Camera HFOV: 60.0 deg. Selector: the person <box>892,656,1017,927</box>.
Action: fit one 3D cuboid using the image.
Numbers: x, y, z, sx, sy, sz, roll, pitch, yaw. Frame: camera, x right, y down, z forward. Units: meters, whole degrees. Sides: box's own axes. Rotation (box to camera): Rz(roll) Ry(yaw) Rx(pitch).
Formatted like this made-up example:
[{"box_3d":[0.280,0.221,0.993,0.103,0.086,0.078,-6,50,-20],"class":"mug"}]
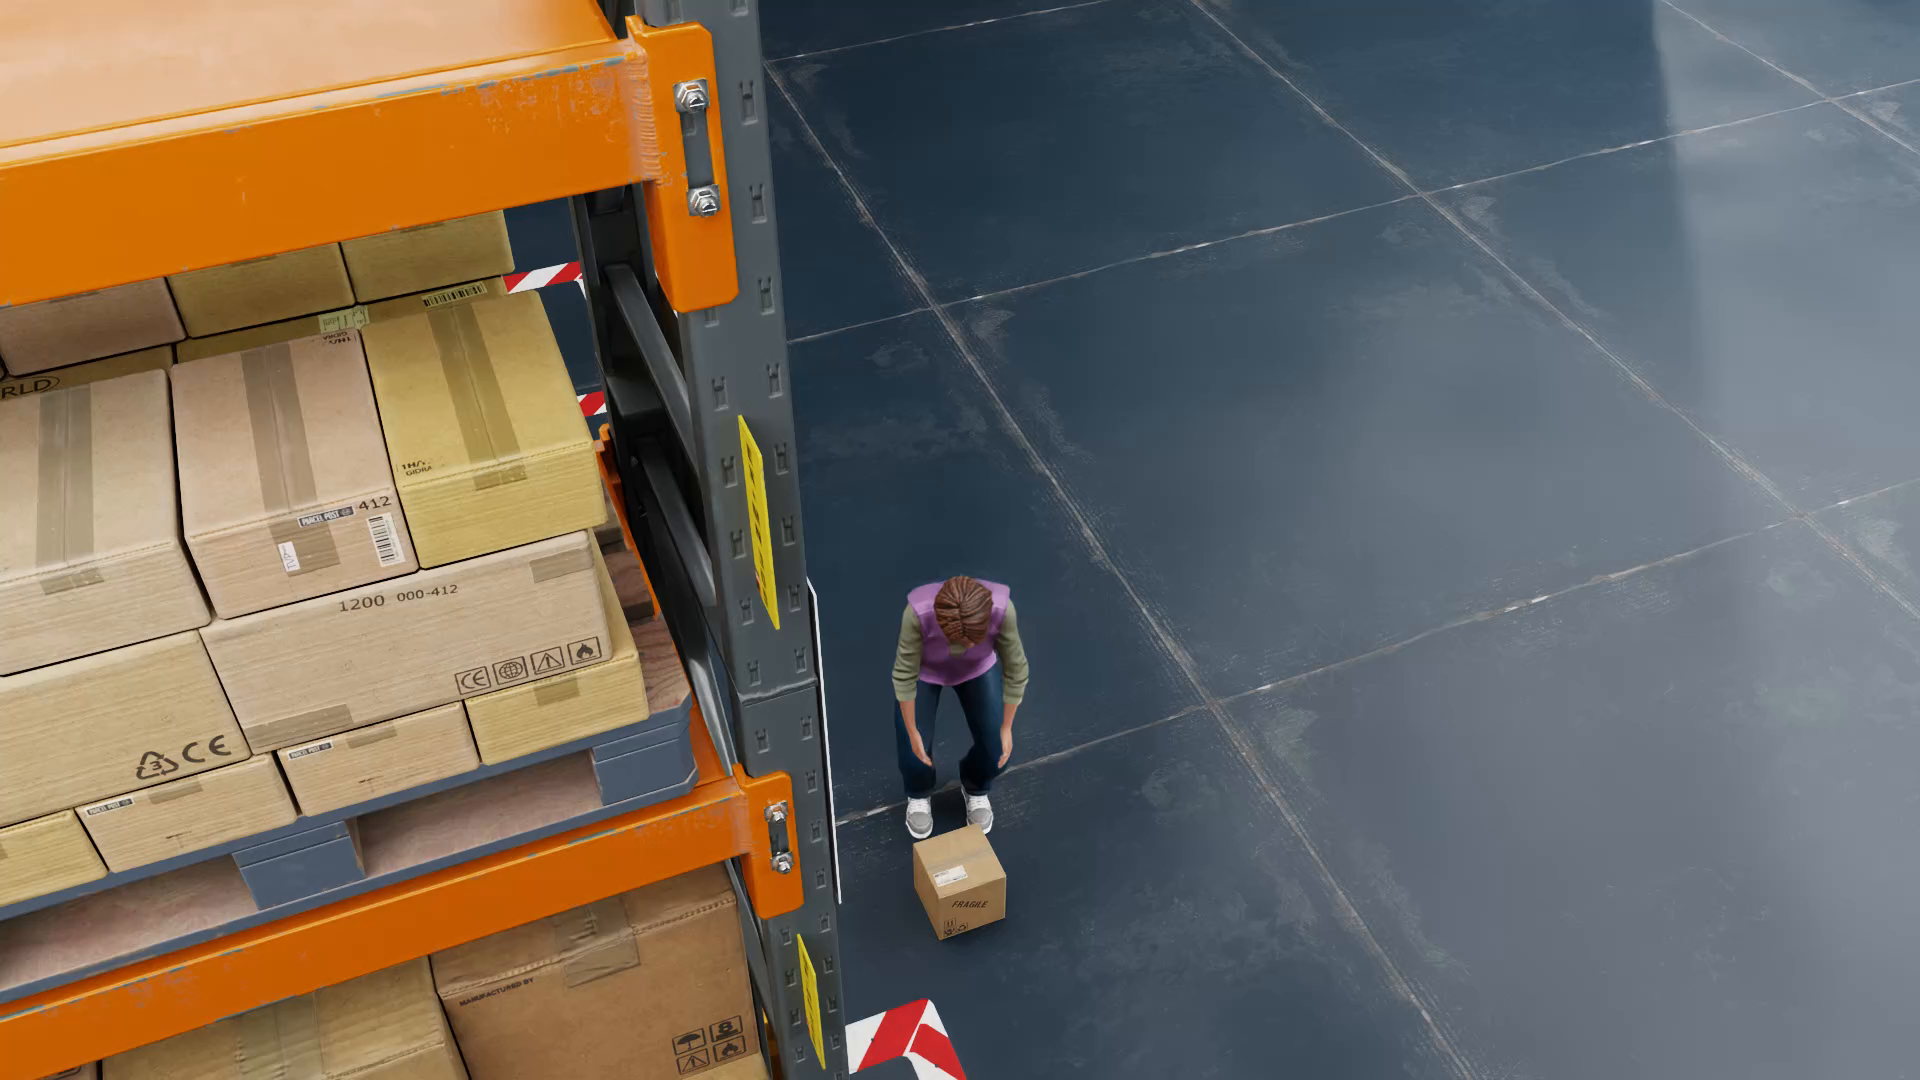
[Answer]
[{"box_3d":[-0.025,0.862,5.904,0.419,0.710,0.867,-4,42,-4],"class":"person"}]
